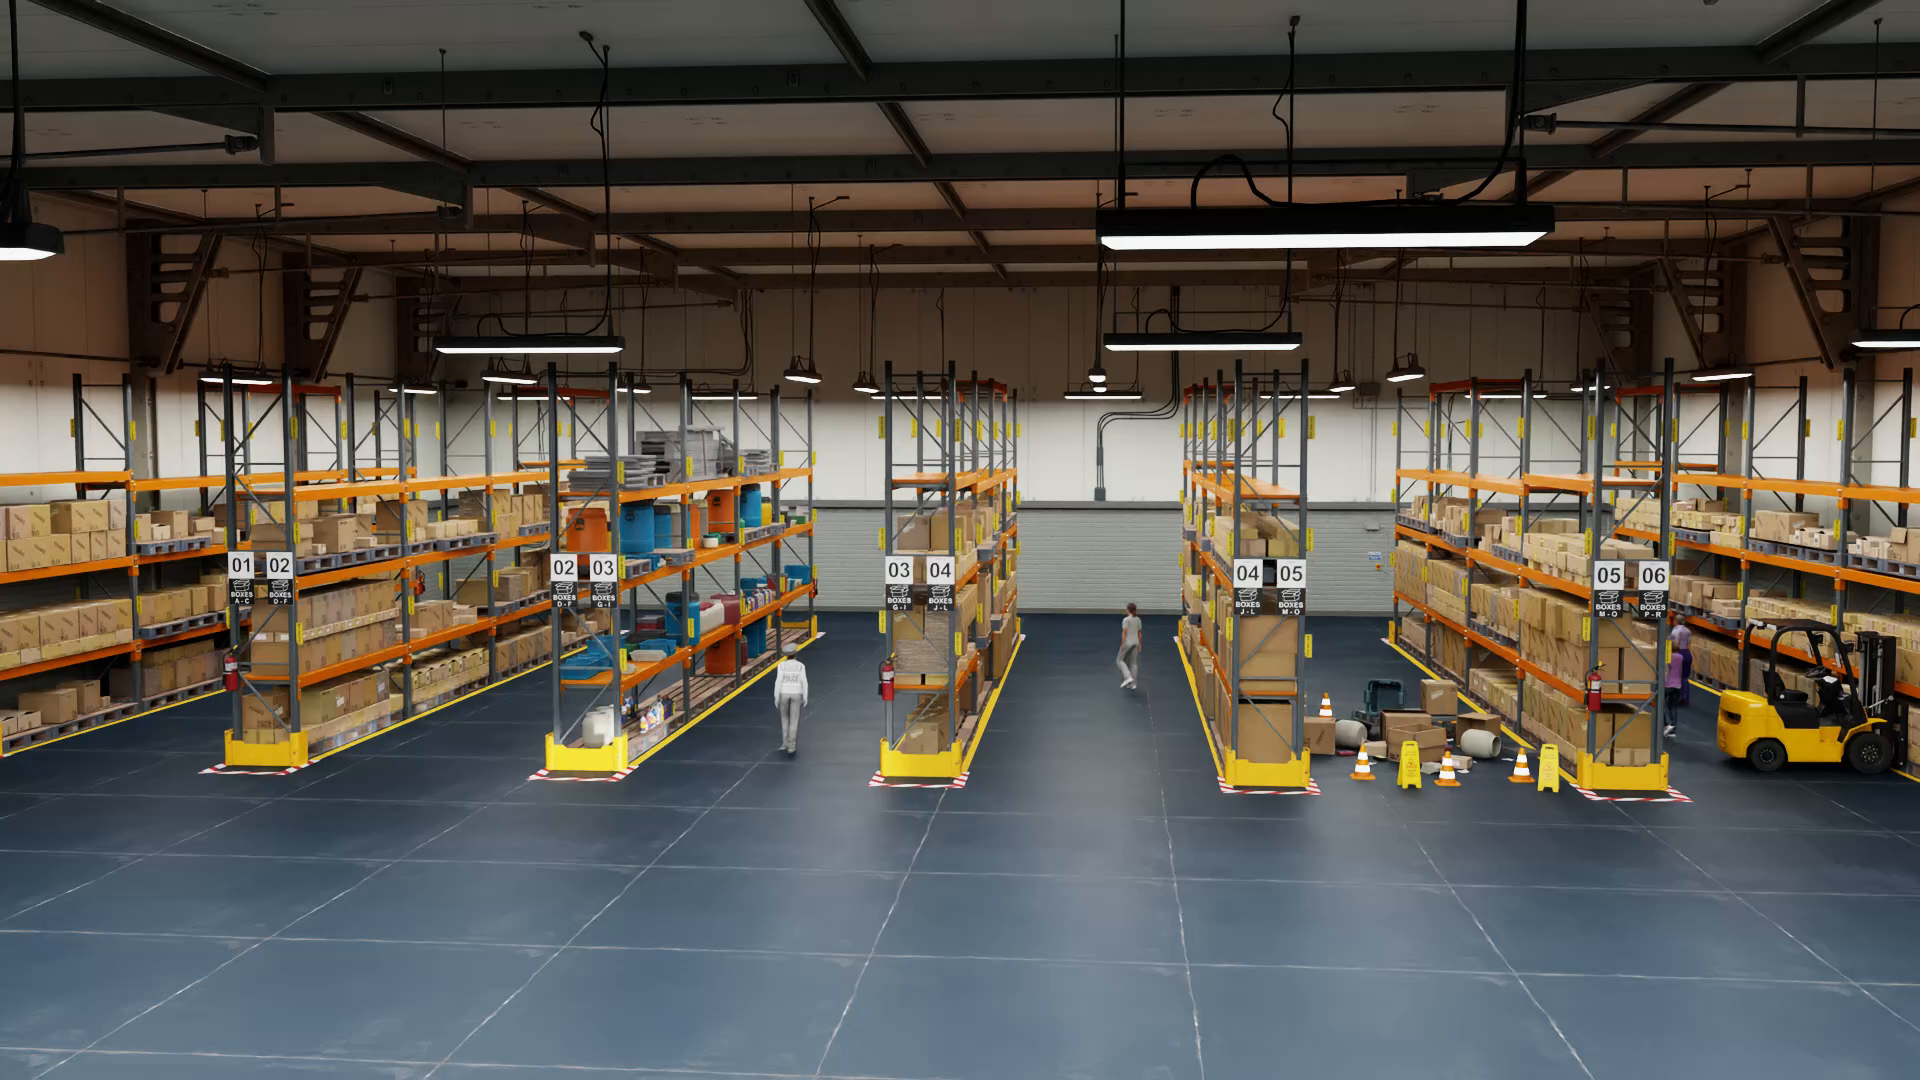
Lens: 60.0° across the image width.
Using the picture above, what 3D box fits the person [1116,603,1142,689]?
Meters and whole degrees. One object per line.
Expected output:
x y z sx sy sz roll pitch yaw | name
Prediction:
3.323 2.050 32.212 0.495 1.670 0.452 -2 4 -29 | person

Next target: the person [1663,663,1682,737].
11.586 2.525 27.097 0.431 1.356 0.387 -1 4 -10 | person

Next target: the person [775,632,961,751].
-1.440 2.332 25.150 2.859 2.143 2.264 0 4 -2 | person

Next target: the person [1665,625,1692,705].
13.142 2.285 30.406 0.520 1.474 0.425 -2 4 -23 | person
